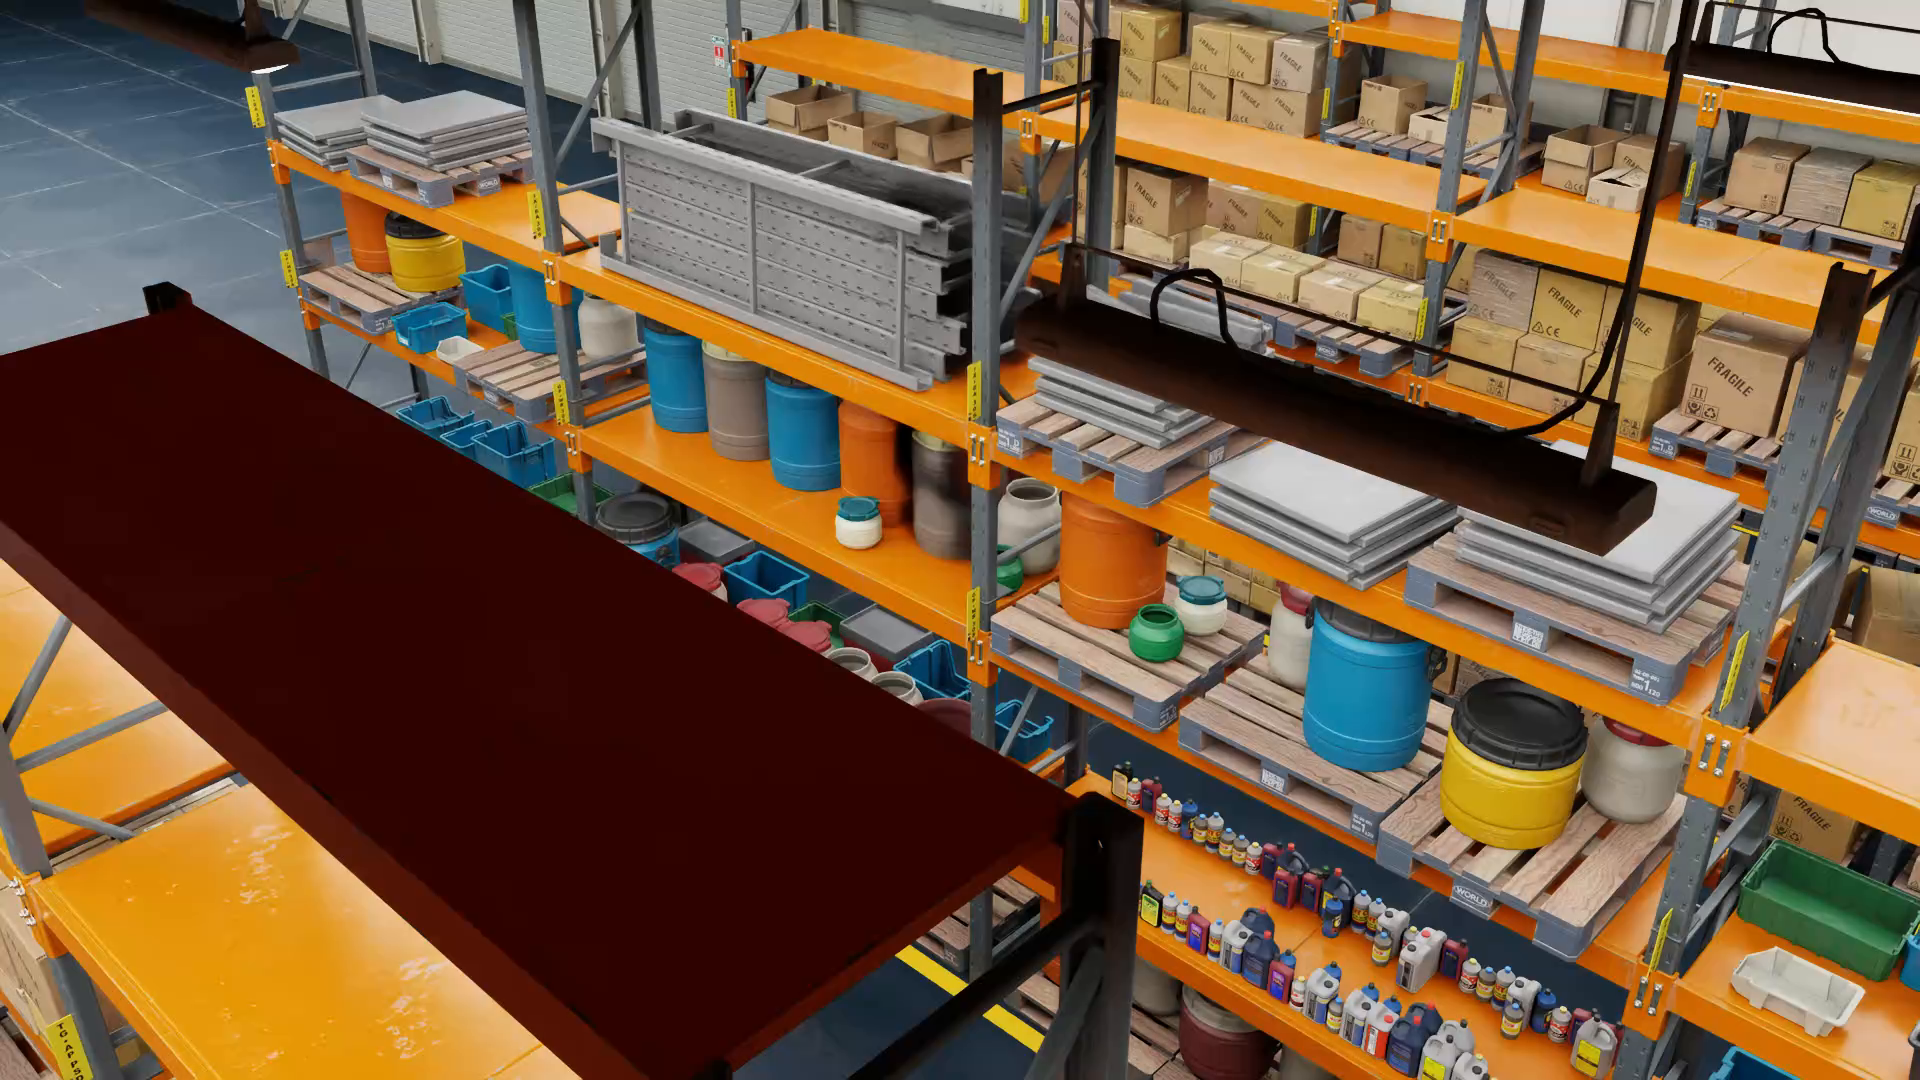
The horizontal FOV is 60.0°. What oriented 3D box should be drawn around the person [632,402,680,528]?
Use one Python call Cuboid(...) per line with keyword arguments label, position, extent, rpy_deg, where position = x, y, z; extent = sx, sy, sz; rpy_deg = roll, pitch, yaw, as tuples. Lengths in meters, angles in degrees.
Cuboid(label="person", position=(-2.852, -0.635, 15.610), extent=(0.706, 1.753, 0.691), rpy_deg=(-24, 37, -36))
